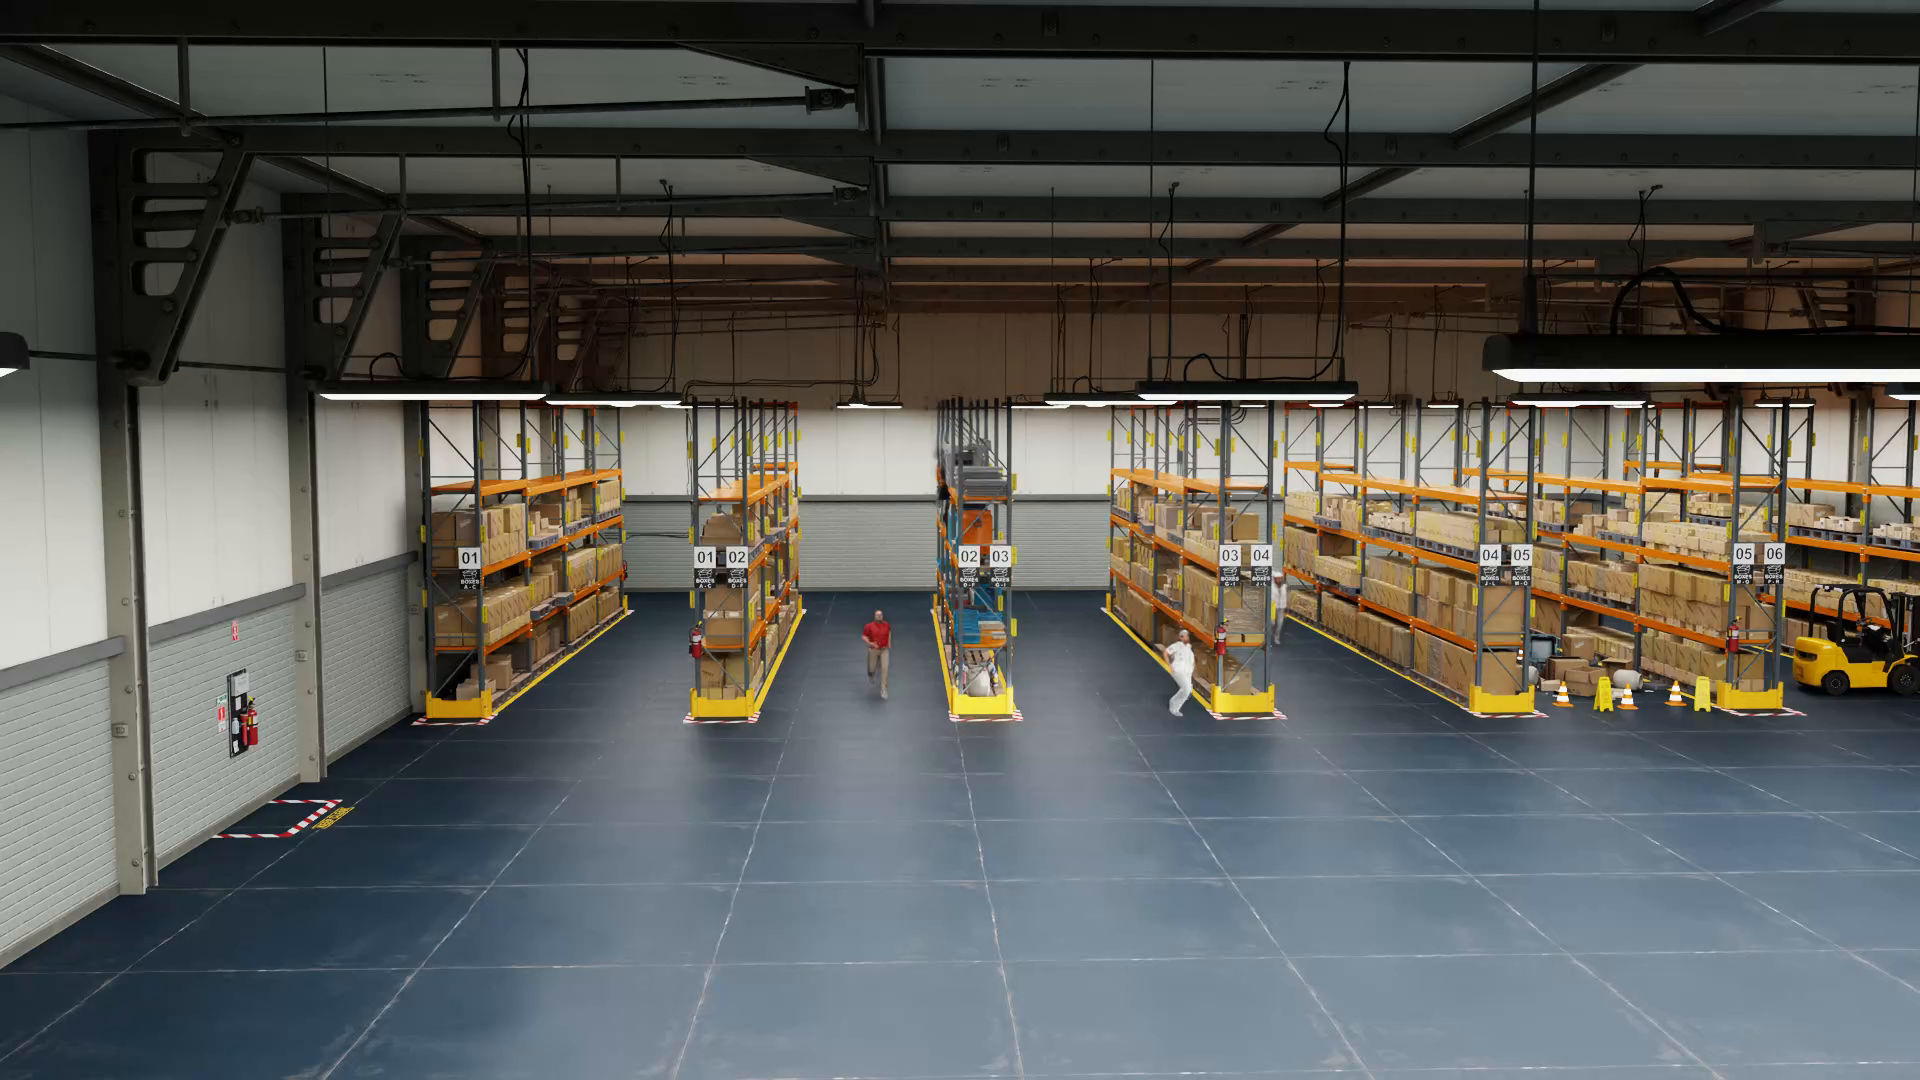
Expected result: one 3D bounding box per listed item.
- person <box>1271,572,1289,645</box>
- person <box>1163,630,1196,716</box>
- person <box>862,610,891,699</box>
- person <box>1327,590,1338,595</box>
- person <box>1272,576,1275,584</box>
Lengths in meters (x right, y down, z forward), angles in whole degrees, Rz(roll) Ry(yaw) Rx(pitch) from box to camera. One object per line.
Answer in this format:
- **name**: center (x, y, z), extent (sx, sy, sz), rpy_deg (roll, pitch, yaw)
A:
- **person**: center (7.860, 1.674, 41.258), extent (0.683, 1.765, 0.890), rpy_deg (0, 4, -5)
- **person**: center (4.214, 2.509, 31.308), extent (0.555, 1.600, 0.638), rpy_deg (4, 6, 44)
- **person**: center (-1.679, 2.286, 33.654), extent (0.631, 1.739, 1.138), rpy_deg (-1, 4, -11)
- **person**: center (10.843, 1.148, 48.355), extent (0.813, 1.719, 0.671), rpy_deg (4, 6, 45)
- **person**: center (8.199, 1.514, 44.338), extent (0.616, 1.606, 0.550), rpy_deg (0, 4, -3)
